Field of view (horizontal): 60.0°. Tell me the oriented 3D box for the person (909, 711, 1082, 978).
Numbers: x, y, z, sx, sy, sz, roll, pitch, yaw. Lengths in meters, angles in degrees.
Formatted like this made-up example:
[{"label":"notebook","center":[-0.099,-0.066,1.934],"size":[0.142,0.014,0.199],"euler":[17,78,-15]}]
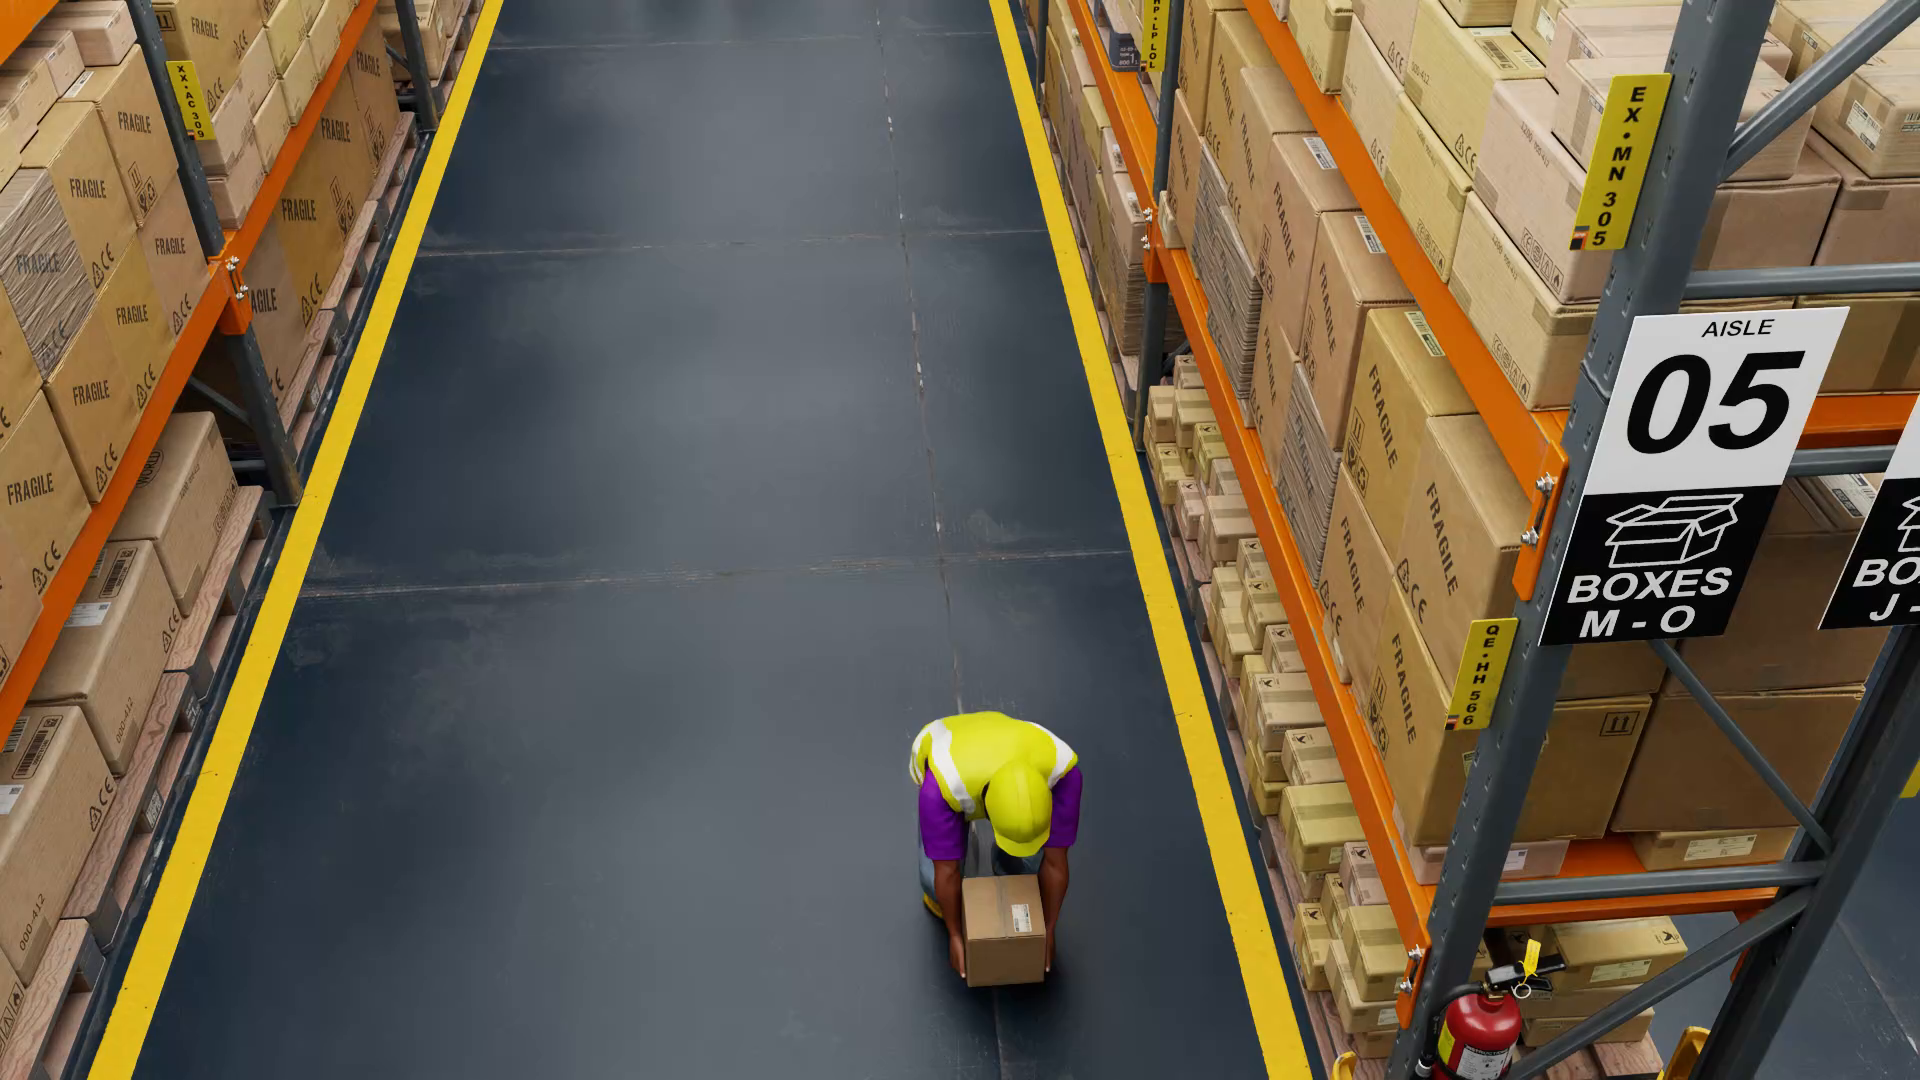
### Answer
[{"label":"person","center":[0.122,0.933,5.586],"size":[0.545,1.014,0.898],"euler":[-5,39,-6]}]
